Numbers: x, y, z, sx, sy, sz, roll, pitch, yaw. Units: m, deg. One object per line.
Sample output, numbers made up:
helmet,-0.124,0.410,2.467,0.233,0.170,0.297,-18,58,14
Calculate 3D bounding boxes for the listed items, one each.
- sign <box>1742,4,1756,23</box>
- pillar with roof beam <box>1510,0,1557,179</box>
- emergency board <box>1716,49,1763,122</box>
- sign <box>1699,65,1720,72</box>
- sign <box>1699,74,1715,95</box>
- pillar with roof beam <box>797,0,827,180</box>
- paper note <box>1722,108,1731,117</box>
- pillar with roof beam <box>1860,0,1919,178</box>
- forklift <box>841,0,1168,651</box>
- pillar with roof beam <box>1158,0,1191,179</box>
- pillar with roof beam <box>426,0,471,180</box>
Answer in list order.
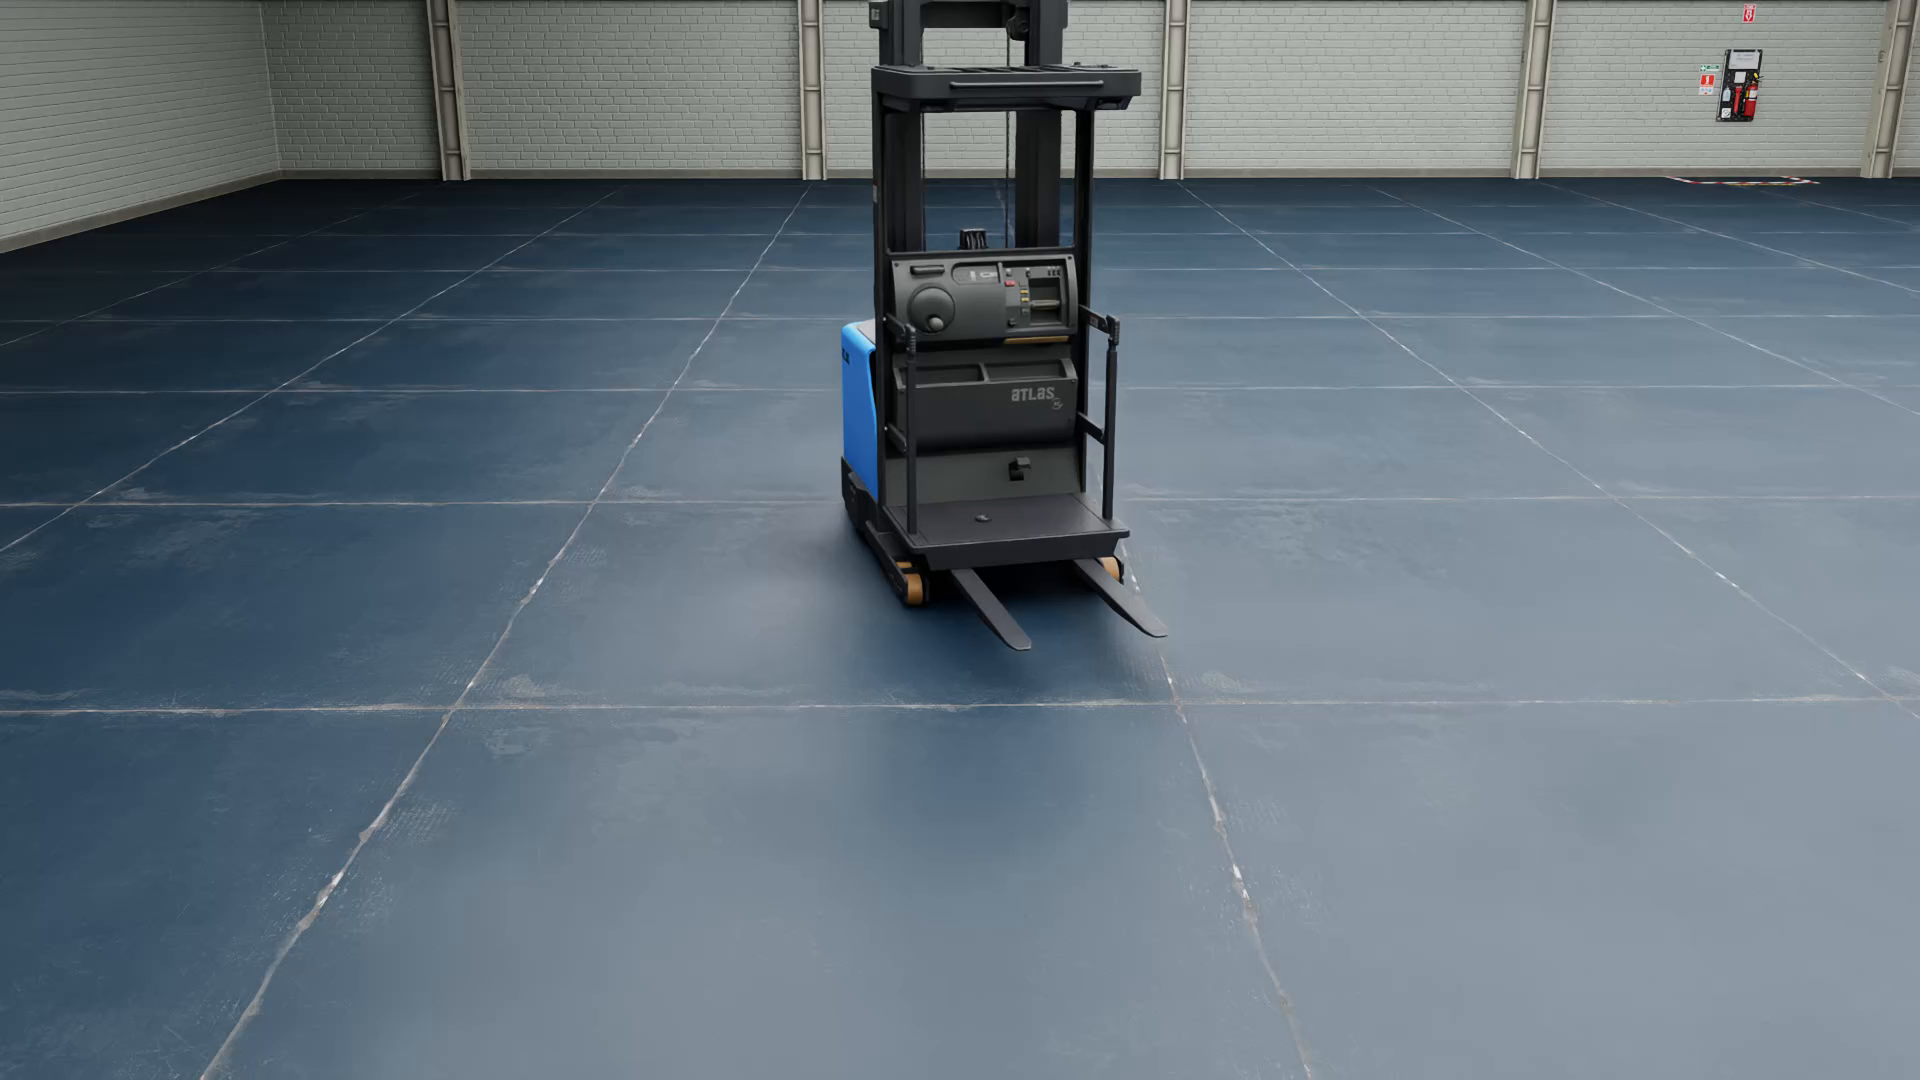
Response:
sign,13.076,-8.728,27.550,0.199,0.298,0.001,0,18,-1
pillar with roof beam,9.625,-9.107,22.705,0.400,9.000,9.100,0,18,-1
emergency board,13.085,-7.594,27.810,0.643,1.169,0.194,0,18,-1
sign,12.535,-7.889,27.805,0.331,0.109,0.001,0,18,-1
sign,12.531,-7.640,27.894,0.234,0.329,0.001,0,18,-1
pillar with roof beam,-2.373,-9.049,22.525,0.400,9.000,9.100,0,18,-1
paper note,12.907,-7.195,28.007,0.142,0.148,0.016,0,18,-1
pillar with roof beam,15.625,-9.136,22.795,0.400,9.000,9.100,0,18,-1
forklift,0.181,-1.201,7.993,1.130,2.935,3.031,-5,18,-14
pillar with roof beam,3.626,-9.078,22.615,0.400,9.000,9.100,0,18,-1
pillar with roof beam,-8.372,-9.020,22.435,0.400,9.000,9.100,0,18,-1
